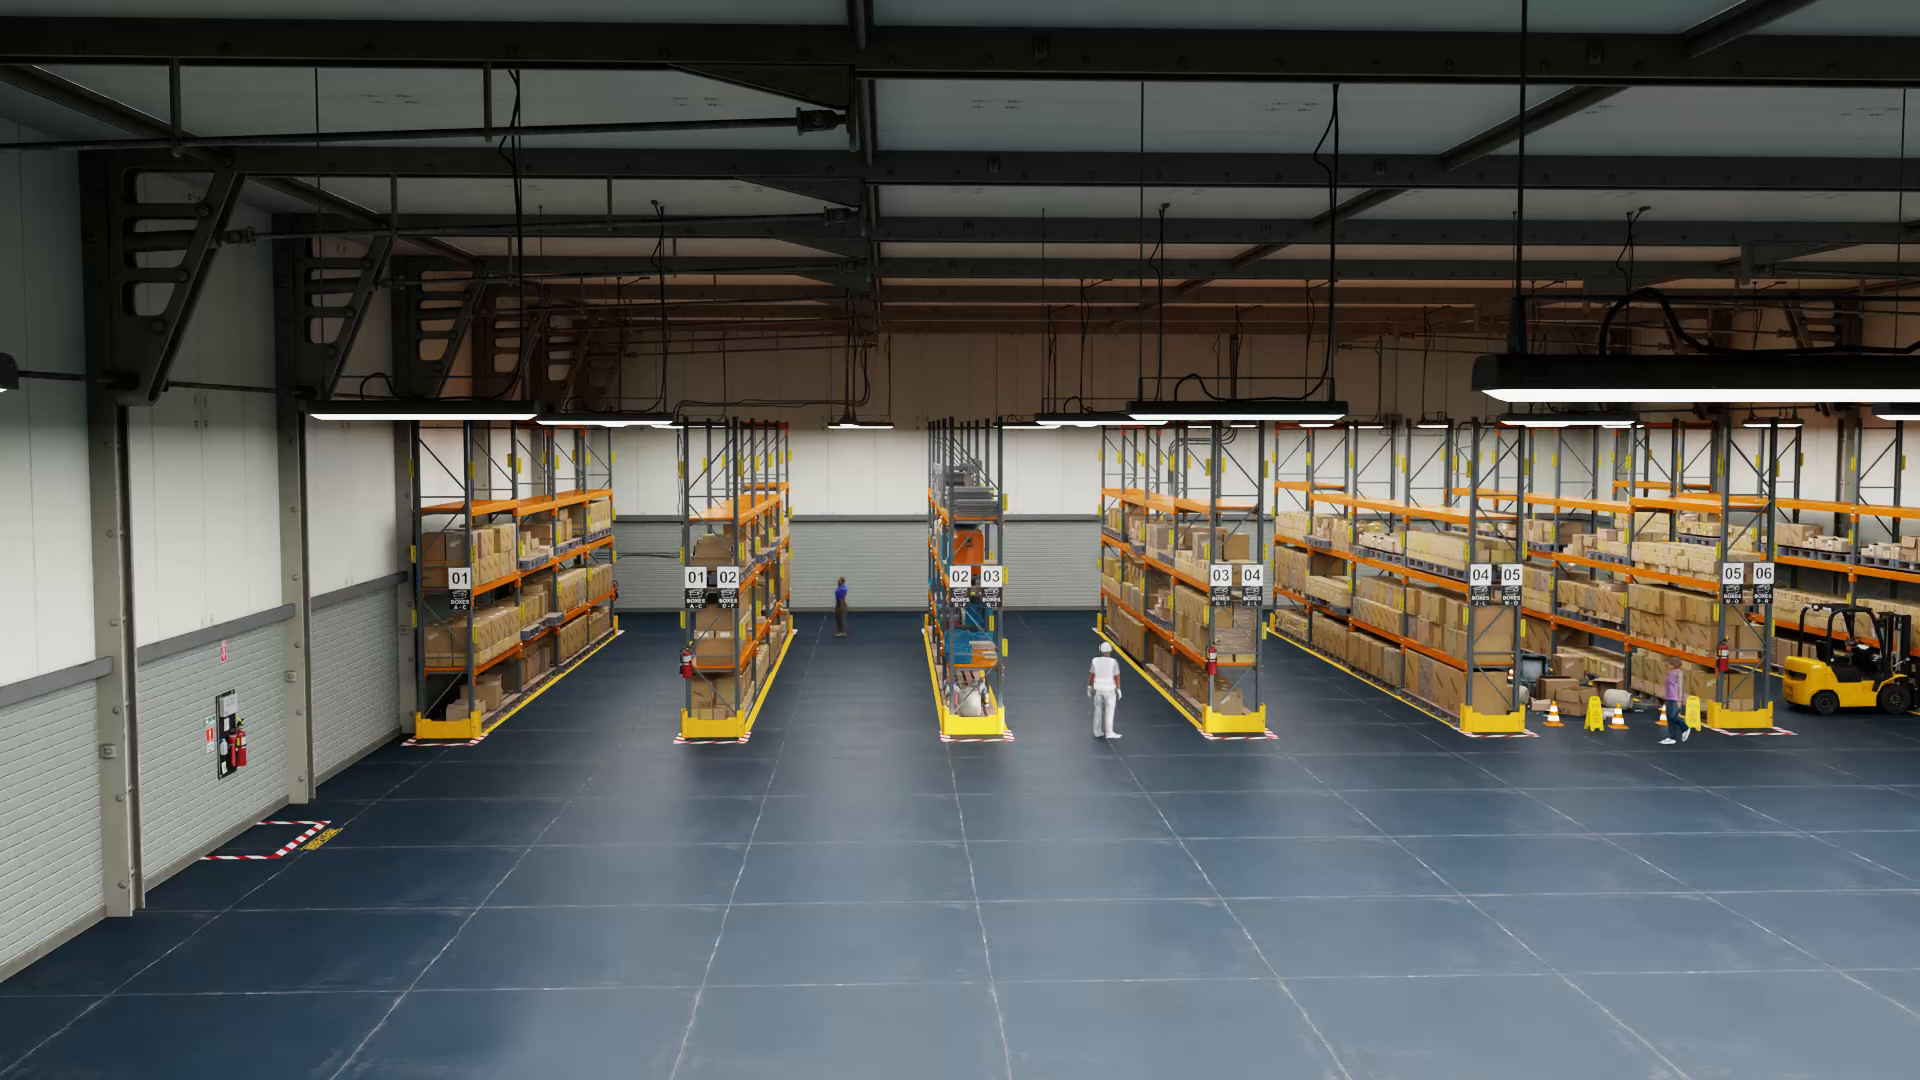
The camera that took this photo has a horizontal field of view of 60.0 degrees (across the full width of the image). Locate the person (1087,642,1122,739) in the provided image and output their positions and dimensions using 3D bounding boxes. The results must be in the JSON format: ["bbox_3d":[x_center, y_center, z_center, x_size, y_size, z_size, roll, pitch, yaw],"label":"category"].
[{"bbox_3d":[2.702,2.803,31.127,0.653,1.794,0.374,3,5,36],"label":"person"}]

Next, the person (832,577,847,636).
[{"bbox_3d":[-3.395,1.863,46.631,0.371,1.688,0.555,-2,4,-33],"label":"person"}]

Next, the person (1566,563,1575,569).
[{"bbox_3d":[18.580,1.552,50.526,0.501,1.742,1.105,2,4,23],"label":"person"}]

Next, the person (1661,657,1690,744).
[{"bbox_3d":[13.067,2.928,30.337,0.484,1.600,0.428,-1,4,-19],"label":"person"}]
